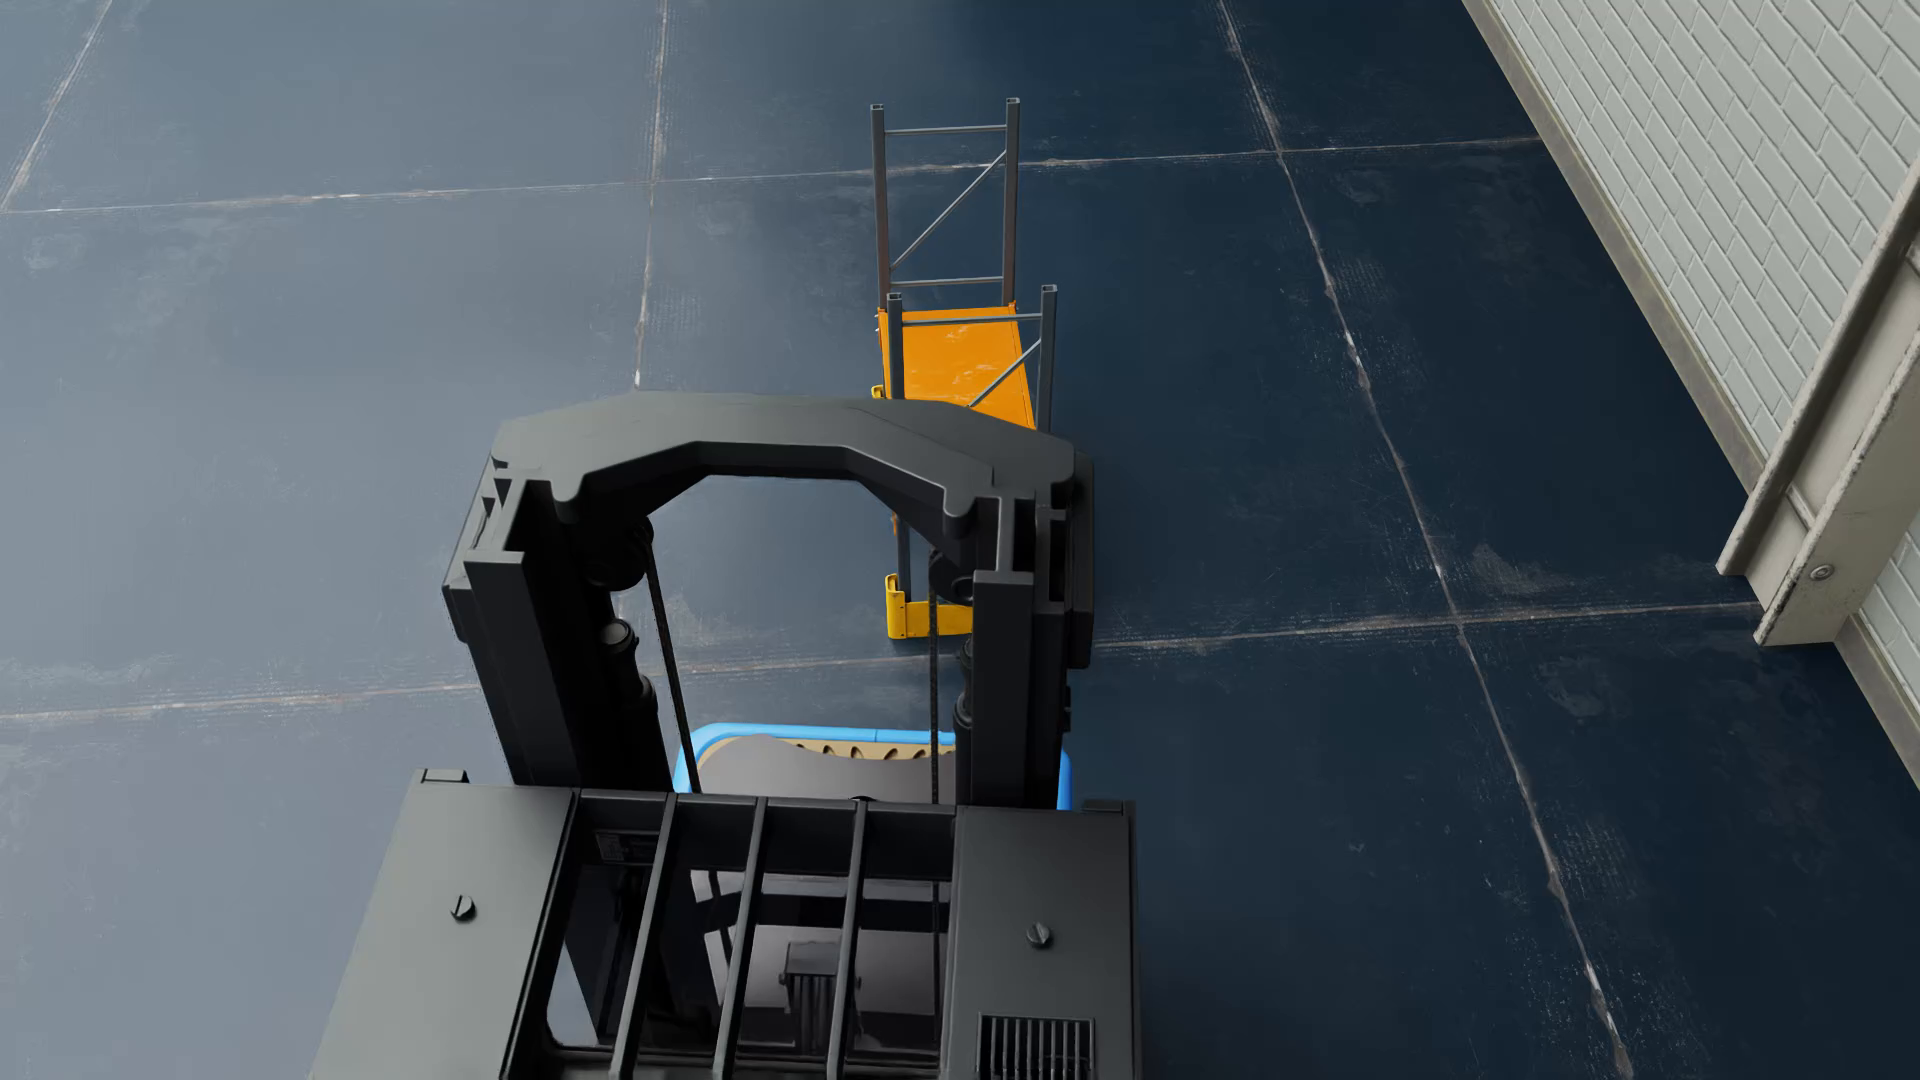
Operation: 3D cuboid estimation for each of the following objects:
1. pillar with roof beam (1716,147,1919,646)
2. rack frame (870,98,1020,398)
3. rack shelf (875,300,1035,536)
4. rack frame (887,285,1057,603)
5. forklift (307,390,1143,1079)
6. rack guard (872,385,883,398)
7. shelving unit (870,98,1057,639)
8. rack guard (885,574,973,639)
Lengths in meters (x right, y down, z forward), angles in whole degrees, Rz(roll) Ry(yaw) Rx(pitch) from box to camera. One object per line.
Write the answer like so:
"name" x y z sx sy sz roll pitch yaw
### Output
"pillar with roof beam" -1.321 -2.610 2.524 9.100 9.000 0.400 -3 47 -3
"rack frame" -0.050 -0.945 6.112 0.500 1.500 0.032 -3 47 -3
"rack shelf" -0.007 -0.454 5.895 0.538 0.185 1.000 -3 47 -3
"rack frame" 0.035 -0.210 5.416 0.500 1.500 0.032 -3 47 -3
"forklift" -0.297 1.291 3.008 1.130 2.935 3.031 2 47 2
"rack guard" -0.048 -0.501 6.553 0.587 0.250 0.087 -3 47 -3
"shelving unit" -0.006 -0.571 5.758 0.587 1.500 1.083 -3 47 -3
"rack guard" 0.035 0.219 5.870 0.587 0.250 0.087 -3 47 -3
